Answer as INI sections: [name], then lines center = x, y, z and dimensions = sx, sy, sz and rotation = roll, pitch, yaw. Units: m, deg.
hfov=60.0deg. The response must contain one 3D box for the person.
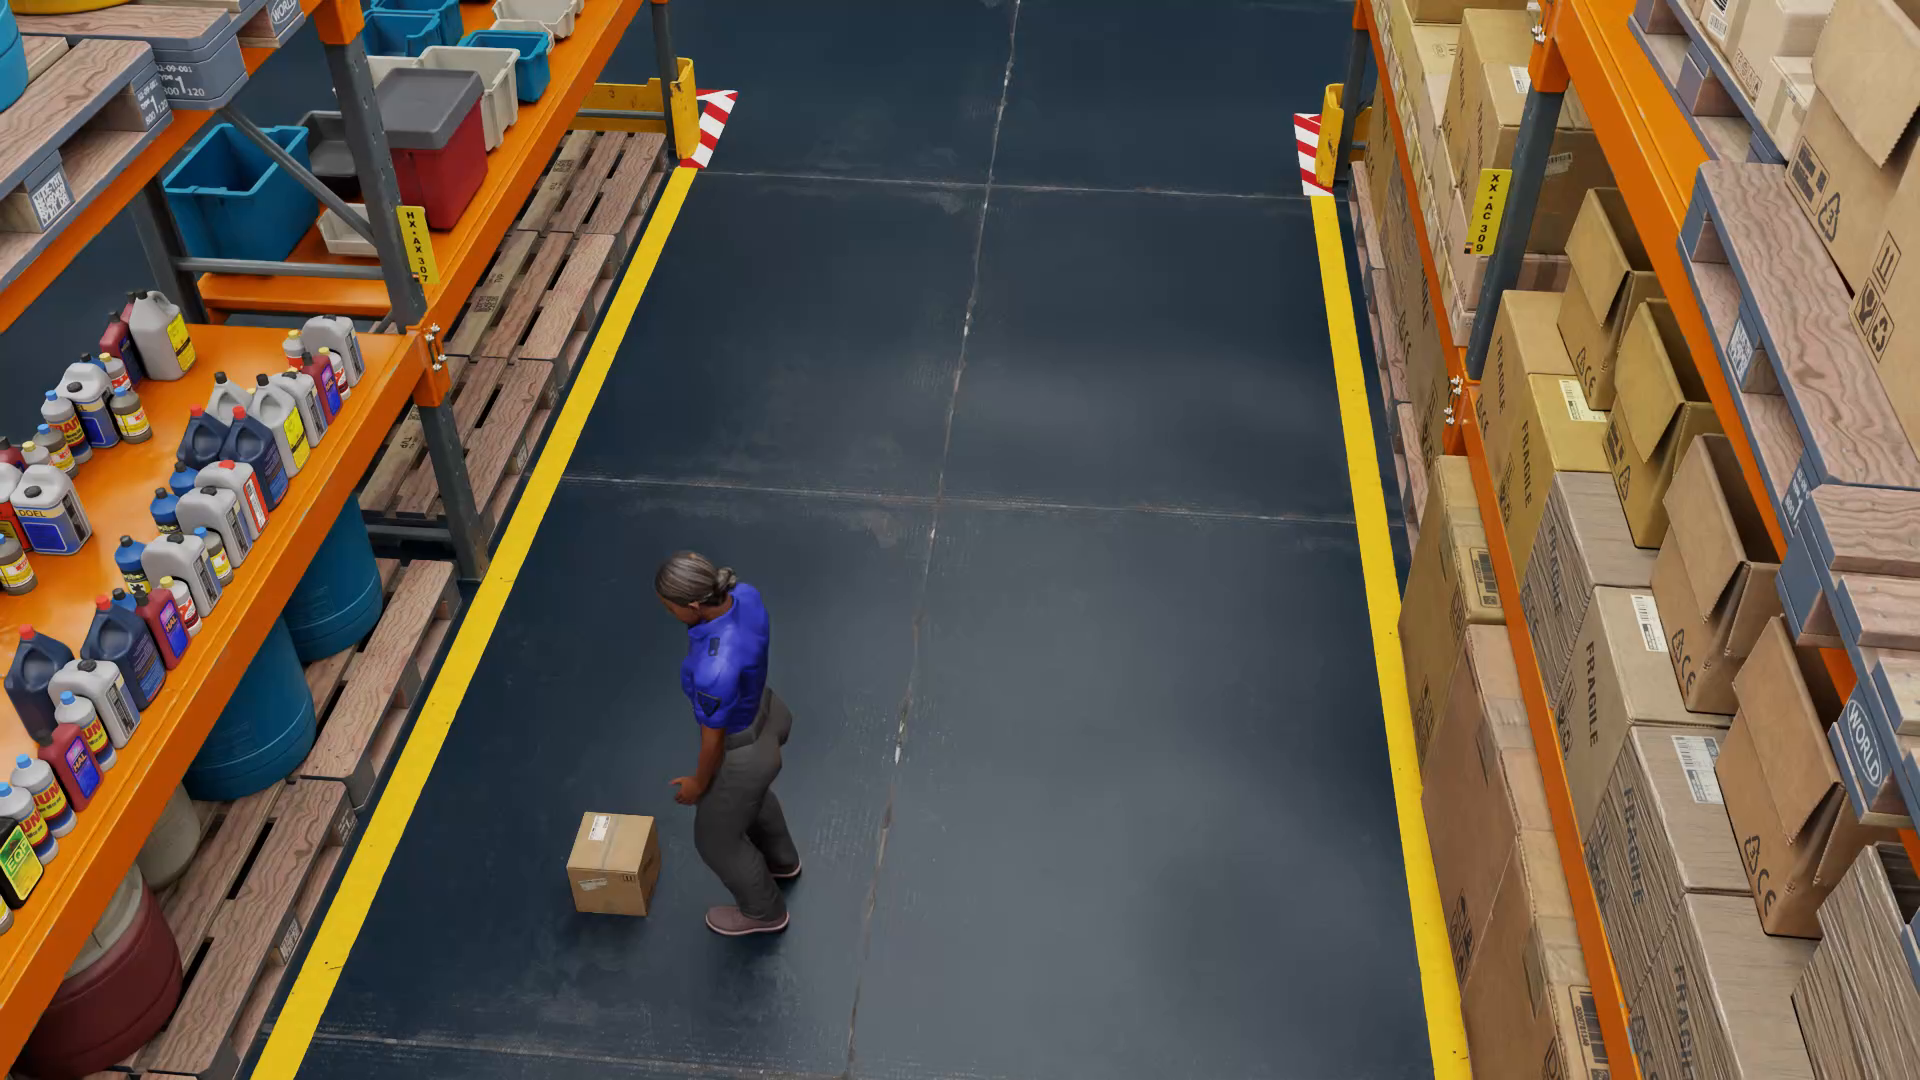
[person]
center = -0.740, 0.677, 5.399
dimensions = 0.354, 1.626, 0.450
rotation = 4, 40, 5
